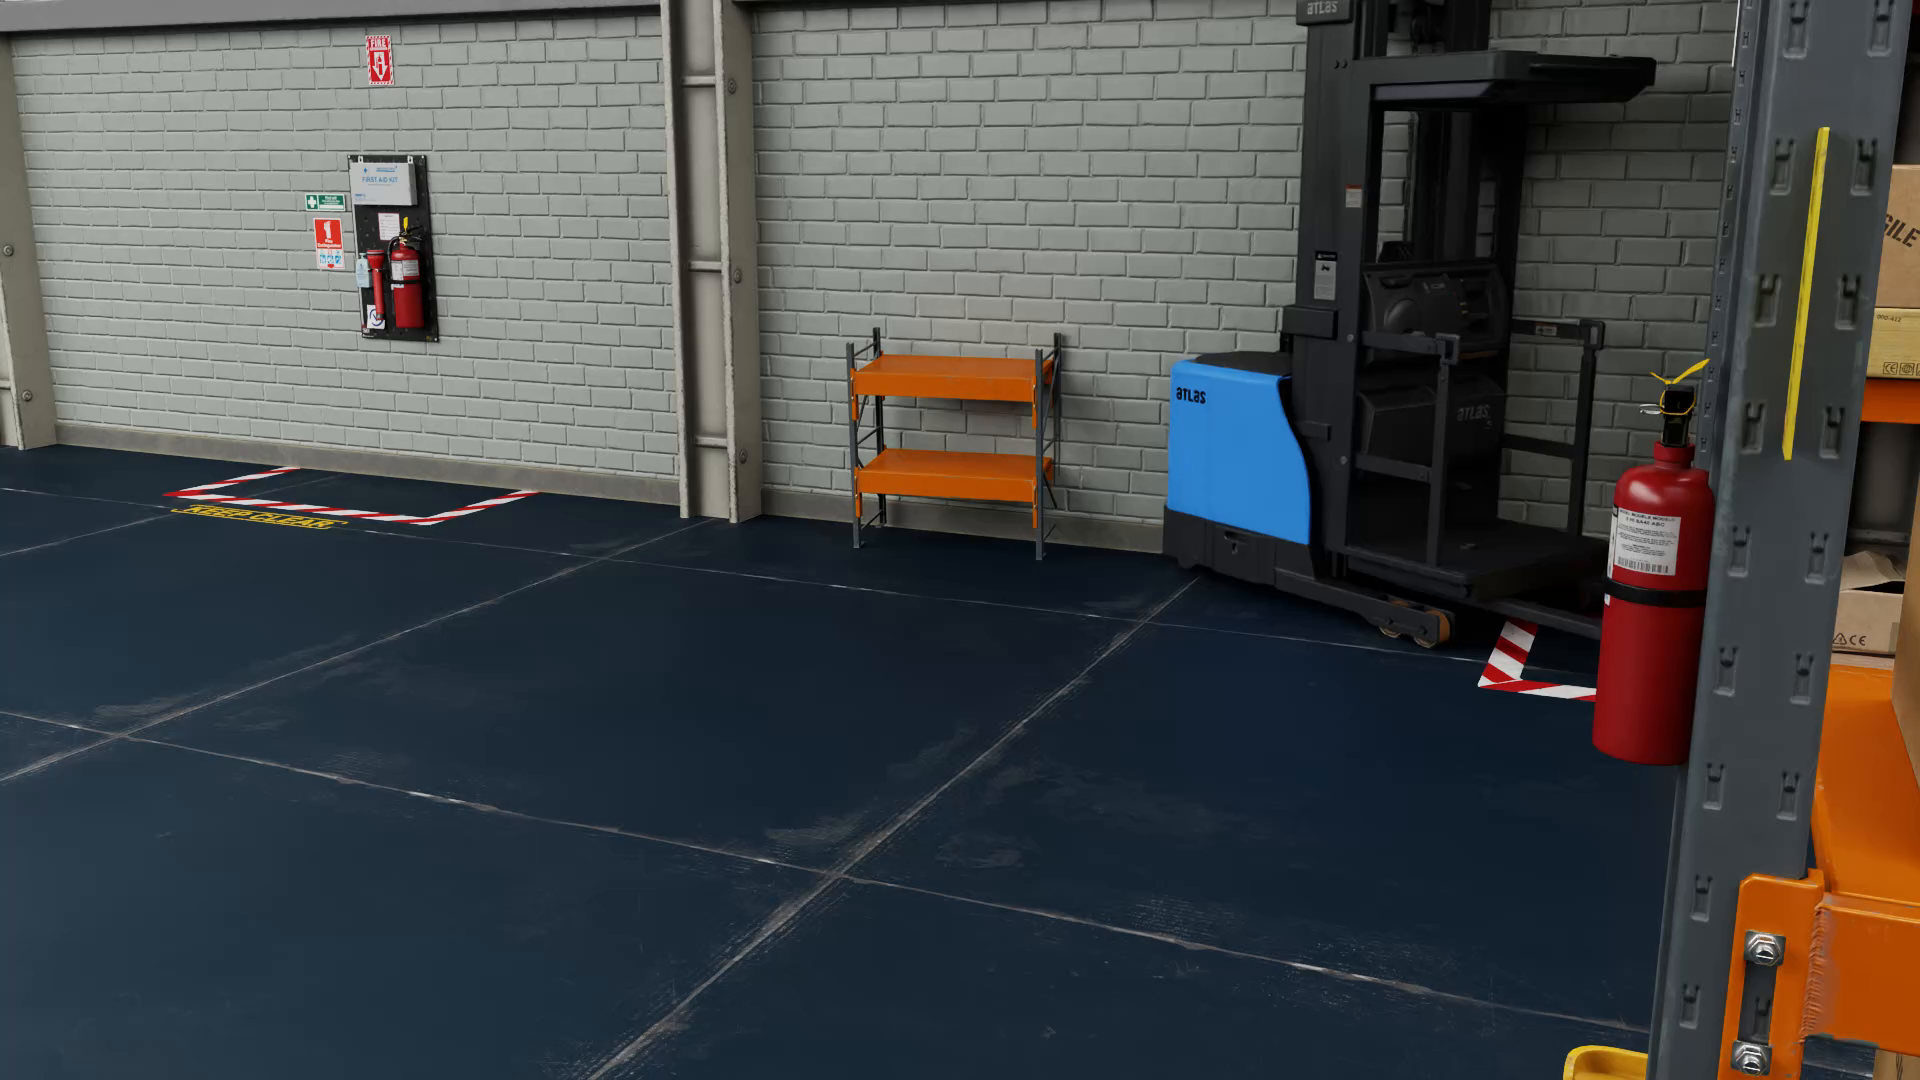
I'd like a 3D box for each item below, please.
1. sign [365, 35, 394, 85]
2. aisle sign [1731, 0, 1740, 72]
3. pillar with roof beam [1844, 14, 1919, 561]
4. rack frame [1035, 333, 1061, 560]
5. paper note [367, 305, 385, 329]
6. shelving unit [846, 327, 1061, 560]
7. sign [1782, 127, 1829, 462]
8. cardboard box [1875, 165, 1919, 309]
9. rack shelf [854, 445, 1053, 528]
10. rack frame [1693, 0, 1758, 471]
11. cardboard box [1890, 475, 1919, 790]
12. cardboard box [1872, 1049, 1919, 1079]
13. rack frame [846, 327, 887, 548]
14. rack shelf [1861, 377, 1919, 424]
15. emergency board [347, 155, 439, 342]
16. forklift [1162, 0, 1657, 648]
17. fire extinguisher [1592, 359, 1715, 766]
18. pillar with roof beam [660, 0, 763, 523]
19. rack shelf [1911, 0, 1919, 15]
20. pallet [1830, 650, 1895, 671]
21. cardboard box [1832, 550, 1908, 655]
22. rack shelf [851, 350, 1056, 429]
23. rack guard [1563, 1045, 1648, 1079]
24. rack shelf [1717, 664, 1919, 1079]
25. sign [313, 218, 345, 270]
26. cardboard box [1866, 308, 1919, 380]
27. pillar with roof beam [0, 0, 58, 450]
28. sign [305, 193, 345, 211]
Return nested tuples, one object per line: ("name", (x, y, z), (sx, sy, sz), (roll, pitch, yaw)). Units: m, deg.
("sign", (-3.623, -2.995, 10.379), (0.199, 0.298, 0.001), (6, 14, 23))
("aisle sign", (2.896, -2.147, 6.148), (0.004, 0.787, 0.394), (6, 14, 23))
("pillar with roof beam", (2.330, -3.075, 2.660), (0.400, 9.000, 9.100), (6, 14, 23))
("rack frame", (0.472, -0.502, 8.858), (0.032, 1.125, 0.500), (4, 18, 15))
("paper note", (-3.790, -1.447, 10.784), (0.142, 0.148, 0.016), (6, 14, 23))
("shelving unit", (-0.019, -0.533, 8.987), (1.048, 1.125, 0.538), (4, 18, 15))
("sign", (0.850, -0.247, 1.673), (0.005, 0.325, 0.100), (6, 14, 23))
("cardboard box", (3.398, -1.132, 6.157), (0.500, 0.500, 0.500), (6, 14, 23))
("rack shelf", (-0.014, -0.300, 9.060), (1.000, 0.278, 0.538), (4, 18, 15))
("rack frame", (3.083, -0.937, 6.684), (0.127, 3.000, 1.000), (6, 14, 23))
("cardboard box", (1.502, 0.095, 2.066), (0.500, 0.500, 0.700), (6, 14, 23))
("cardboard box", (1.691, 0.854, 2.507), (0.500, 0.500, 0.500), (6, 14, 23))
("rack frame", (-0.509, -0.565, 9.116), (0.032, 1.125, 0.500), (4, 18, 15))
("rack shelf", (4.912, -0.402, 5.977), (4.000, 0.370, 1.077), (6, 14, 23))
("emergency board", (-3.656, -1.845, 10.552), (0.643, 1.169, 0.194), (6, 14, 23))
("forklift", (2.307, -1.081, 7.445), (1.130, 2.935, 3.031), (-9, 16, -34))
("fire extinguisher", (1.160, 0.027, 2.742), (0.183, 0.674, 0.296), (6, 14, 23))
("pillar with roof beam", (-3.156, -3.630, 5.026), (0.400, 9.000, 9.100), (6, 14, 23))
("rack shelf", (4.912, -1.862, 5.635), (4.000, 0.370, 1.077), (6, 14, 23))
("pallet", (3.881, 0.510, 6.621), (1.213, 0.211, 1.003), (6, 14, 23))
("cardboard box", (3.679, 0.240, 6.588), (0.500, 0.311, 0.500), (4, 14, 17))
("rack shelf", (-0.024, -0.813, 8.899), (1.000, 0.278, 0.538), (4, 18, 15))
("rack guard", (1.058, 1.312, 2.568), (0.348, 0.500, 1.175), (6, 14, 23))
("rack shelf", (2.909, 0.633, 1.566), (4.000, 0.370, 1.077), (6, 14, 23))
("sign", (-4.120, -1.935, 10.858), (0.234, 0.329, 0.001), (6, 14, 23))
("cardboard box", (3.401, -0.763, 6.224), (0.500, 0.250, 0.500), (5, 14, 22))
("pillar with roof beam", (-8.642, -4.185, 7.392), (0.400, 9.000, 9.100), (6, 14, 23))
("sign", (-4.119, -2.191, 10.788), (0.331, 0.109, 0.001), (6, 14, 23))
